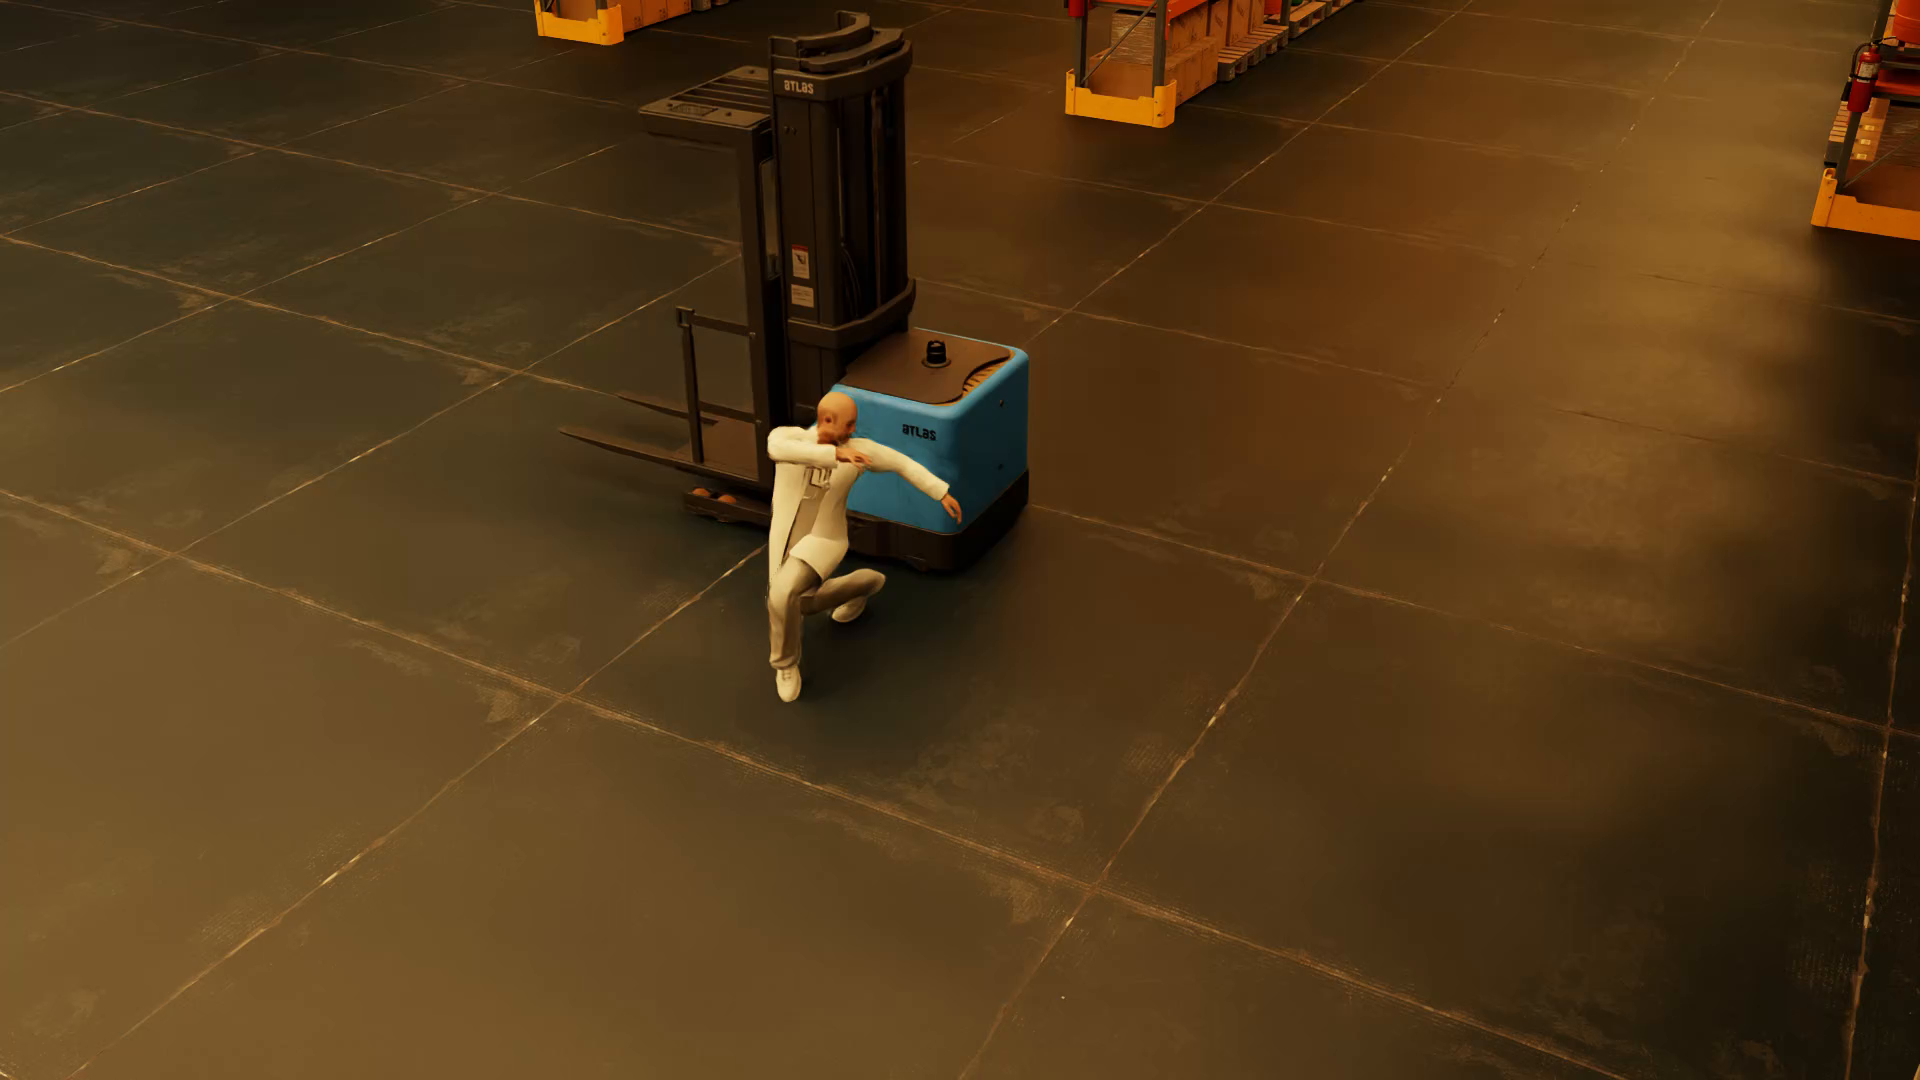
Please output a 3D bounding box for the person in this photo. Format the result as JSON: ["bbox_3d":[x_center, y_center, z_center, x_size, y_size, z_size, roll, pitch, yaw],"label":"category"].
[{"bbox_3d":[-0.558,-0.012,8.565,0.958,1.479,1.046,10,31,16],"label":"person"}]

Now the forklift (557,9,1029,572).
[{"bbox_3d":[-1.126,-1.593,9.830,3.031,2.935,1.130,15,33,24],"label":"forklift"}]
